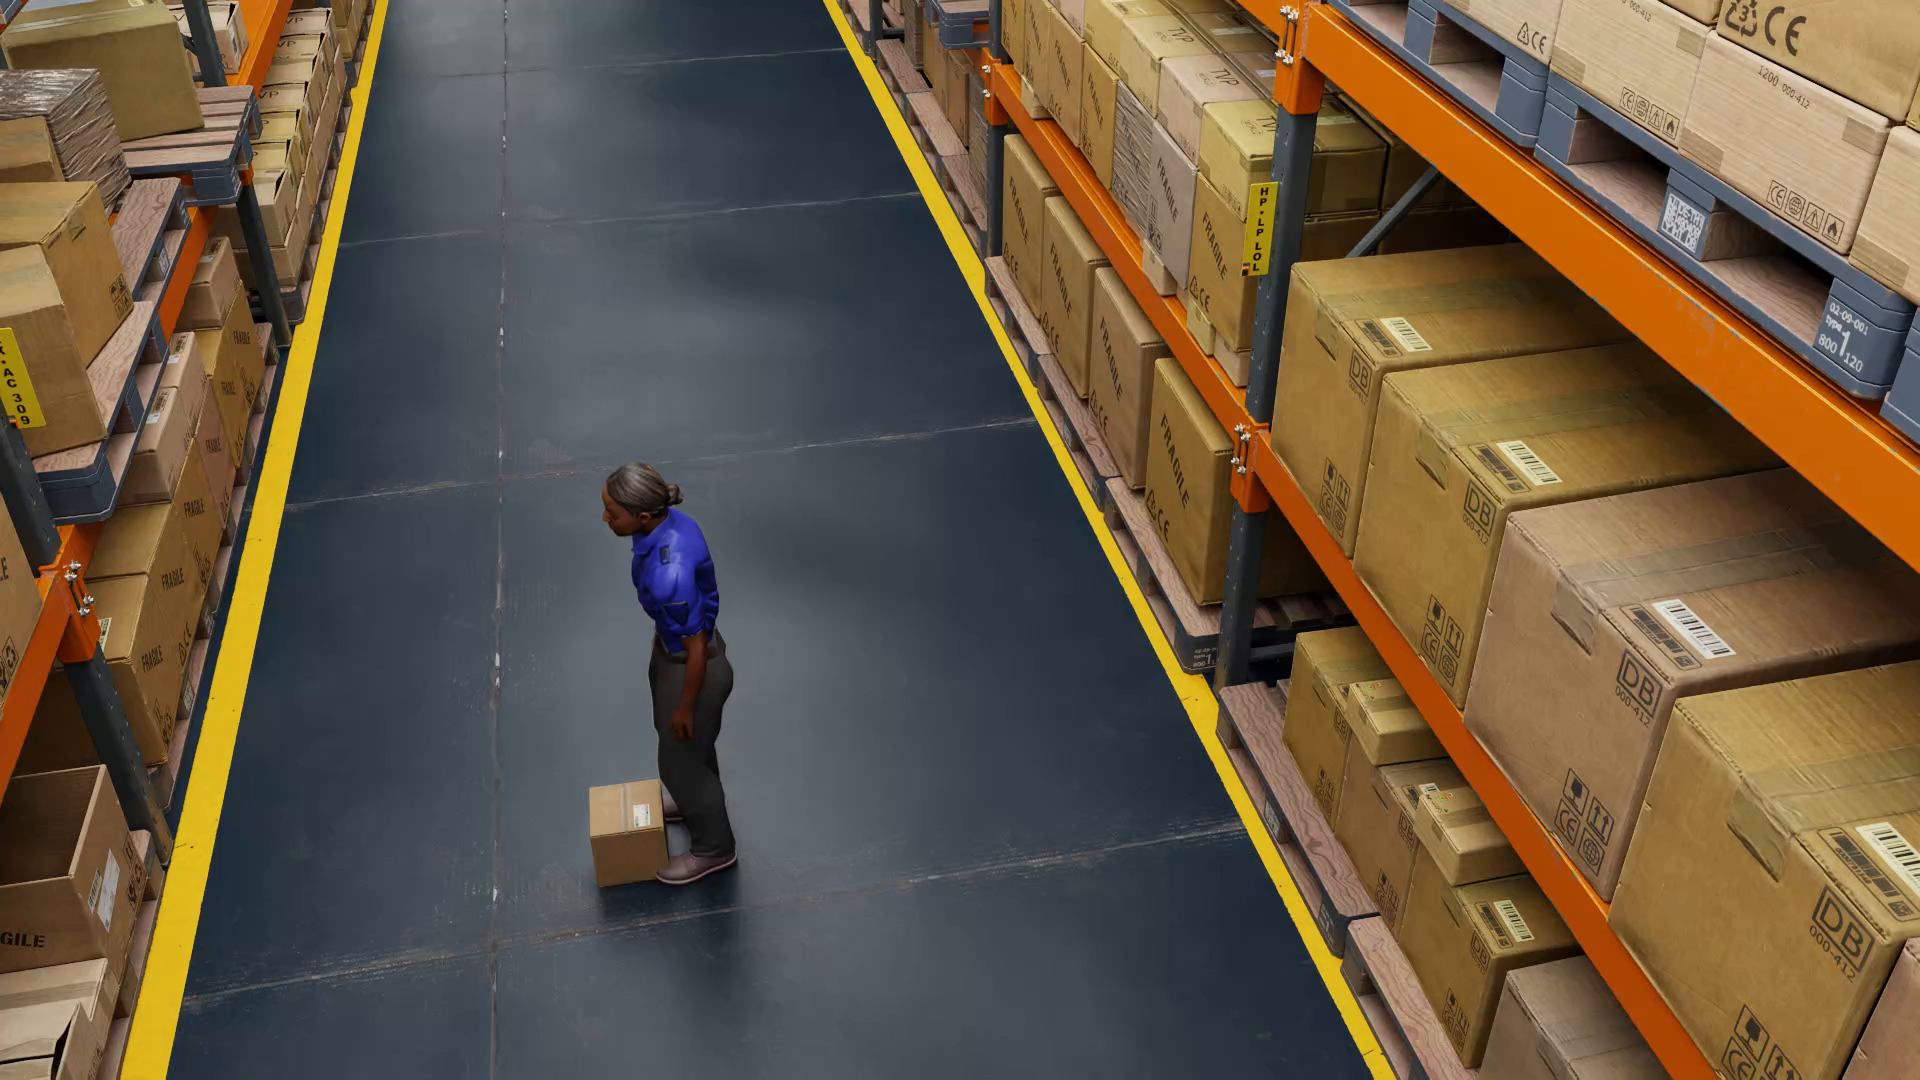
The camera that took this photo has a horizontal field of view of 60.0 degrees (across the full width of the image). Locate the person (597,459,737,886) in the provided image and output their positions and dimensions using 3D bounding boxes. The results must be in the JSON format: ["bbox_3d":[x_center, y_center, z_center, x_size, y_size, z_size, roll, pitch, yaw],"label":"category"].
[{"bbox_3d":[-0.948,0.422,5.536,0.352,1.654,0.514,-8,35,-11],"label":"person"}]
